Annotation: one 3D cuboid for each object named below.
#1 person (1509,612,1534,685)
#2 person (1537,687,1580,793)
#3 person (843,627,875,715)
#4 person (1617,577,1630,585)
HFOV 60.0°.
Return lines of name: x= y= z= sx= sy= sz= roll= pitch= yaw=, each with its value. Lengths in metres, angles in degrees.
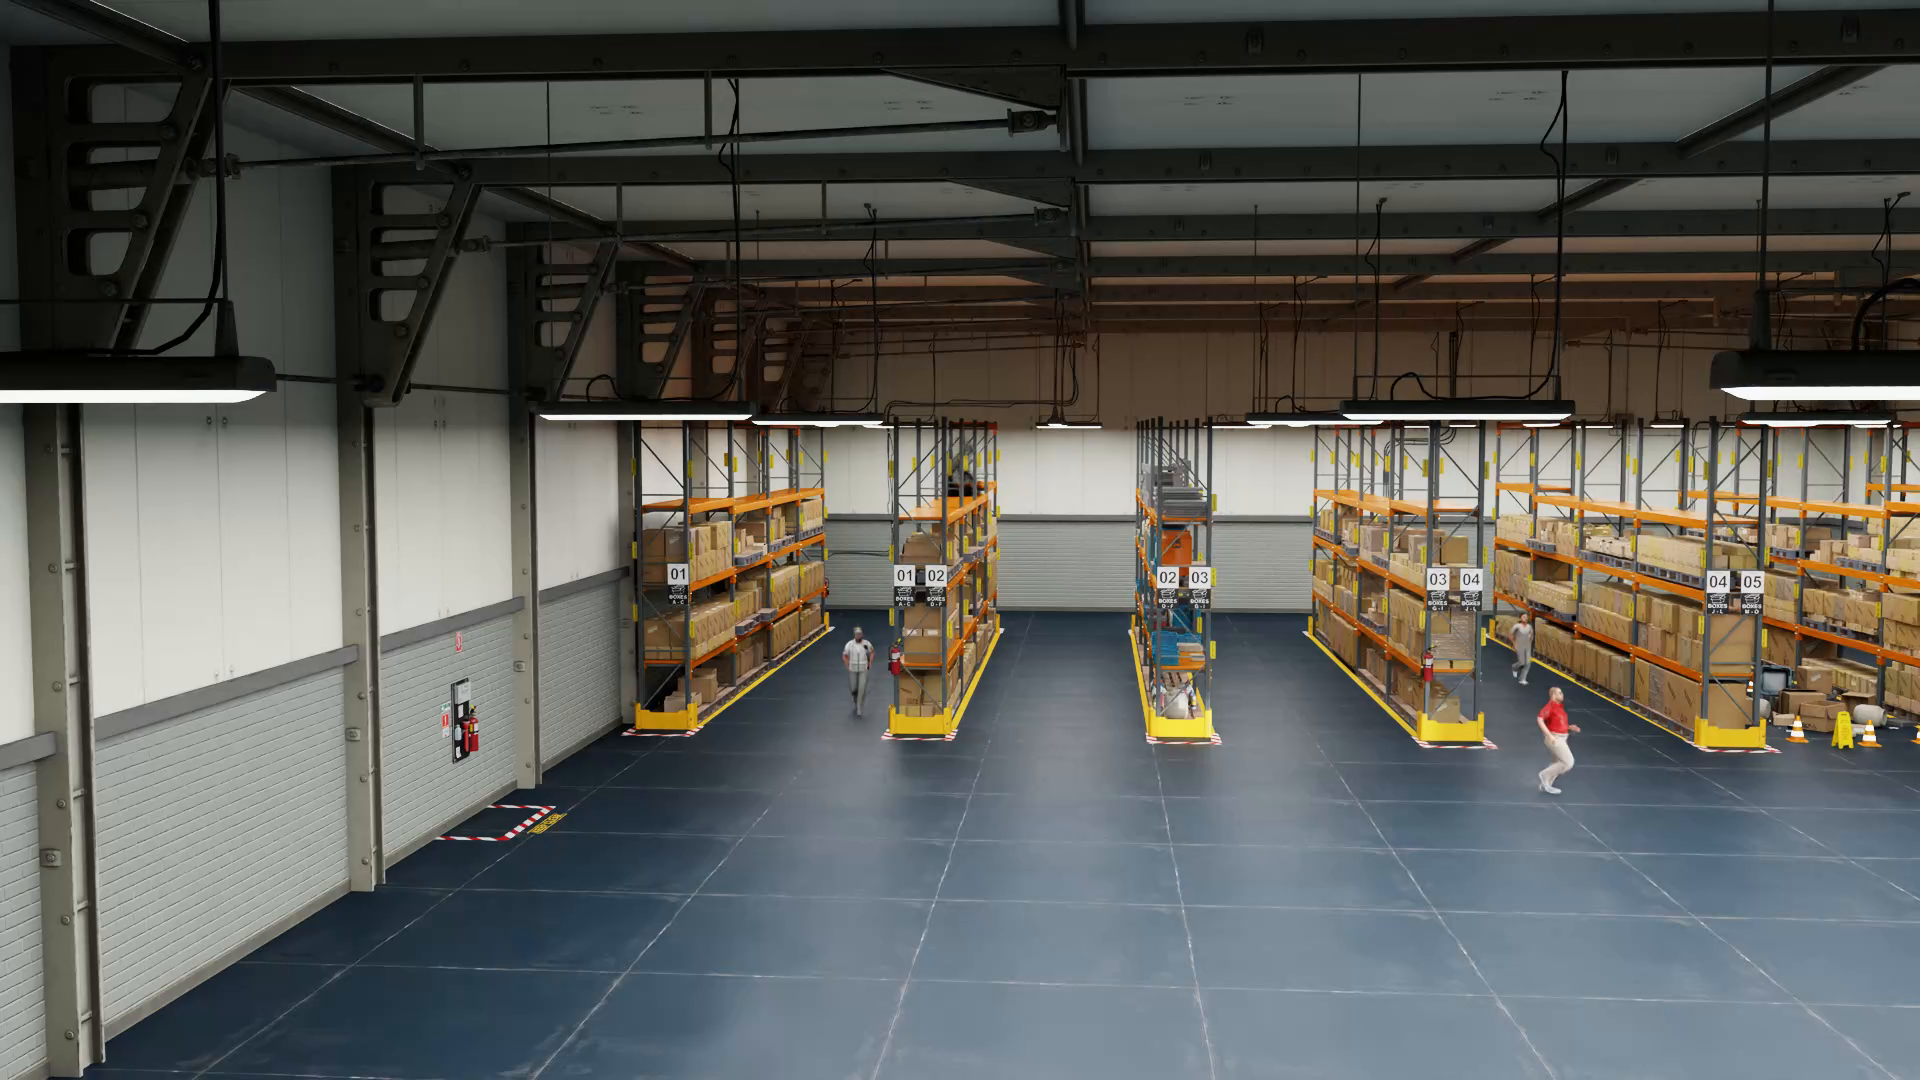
person: x=12.749 y=2.448 z=37.719 sx=0.580 sy=1.624 sz=0.597 roll=-1 pitch=4 yaw=-9
person: x=9.452 y=3.162 z=26.214 sx=0.597 sy=1.681 sz=0.661 roll=2 pitch=4 yaw=29
person: x=-2.066 y=2.646 z=33.966 sx=0.663 sy=1.768 sz=0.816 roll=0 pitch=4 yaw=-3
person: x=18.867 y=1.757 z=47.335 sx=0.854 sy=1.779 sz=0.669 roll=0 pitch=4 yaw=3
